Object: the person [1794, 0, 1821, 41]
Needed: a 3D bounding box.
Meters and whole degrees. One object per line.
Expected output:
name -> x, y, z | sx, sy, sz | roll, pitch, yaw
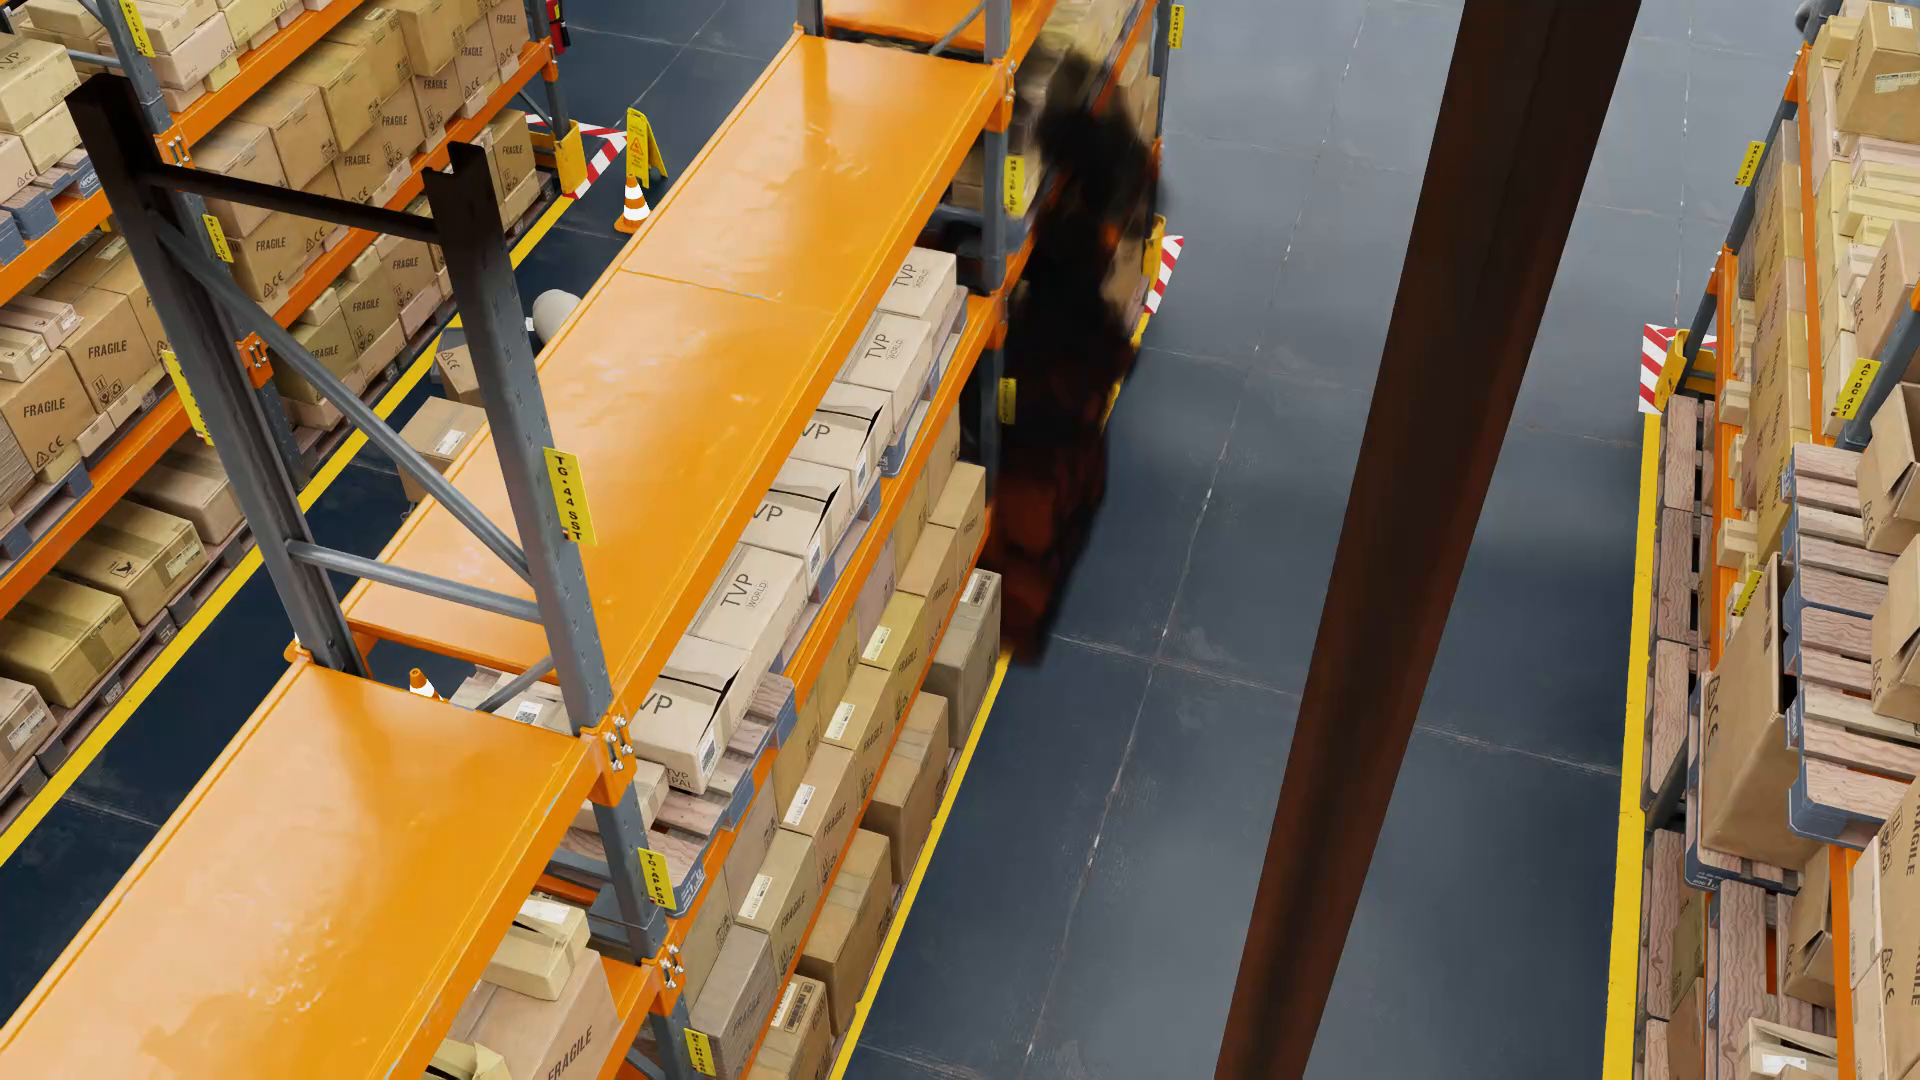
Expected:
person -> 7.690, -4.827, 14.734 | 0.561, 1.604, 0.515 | 31, 53, 27
